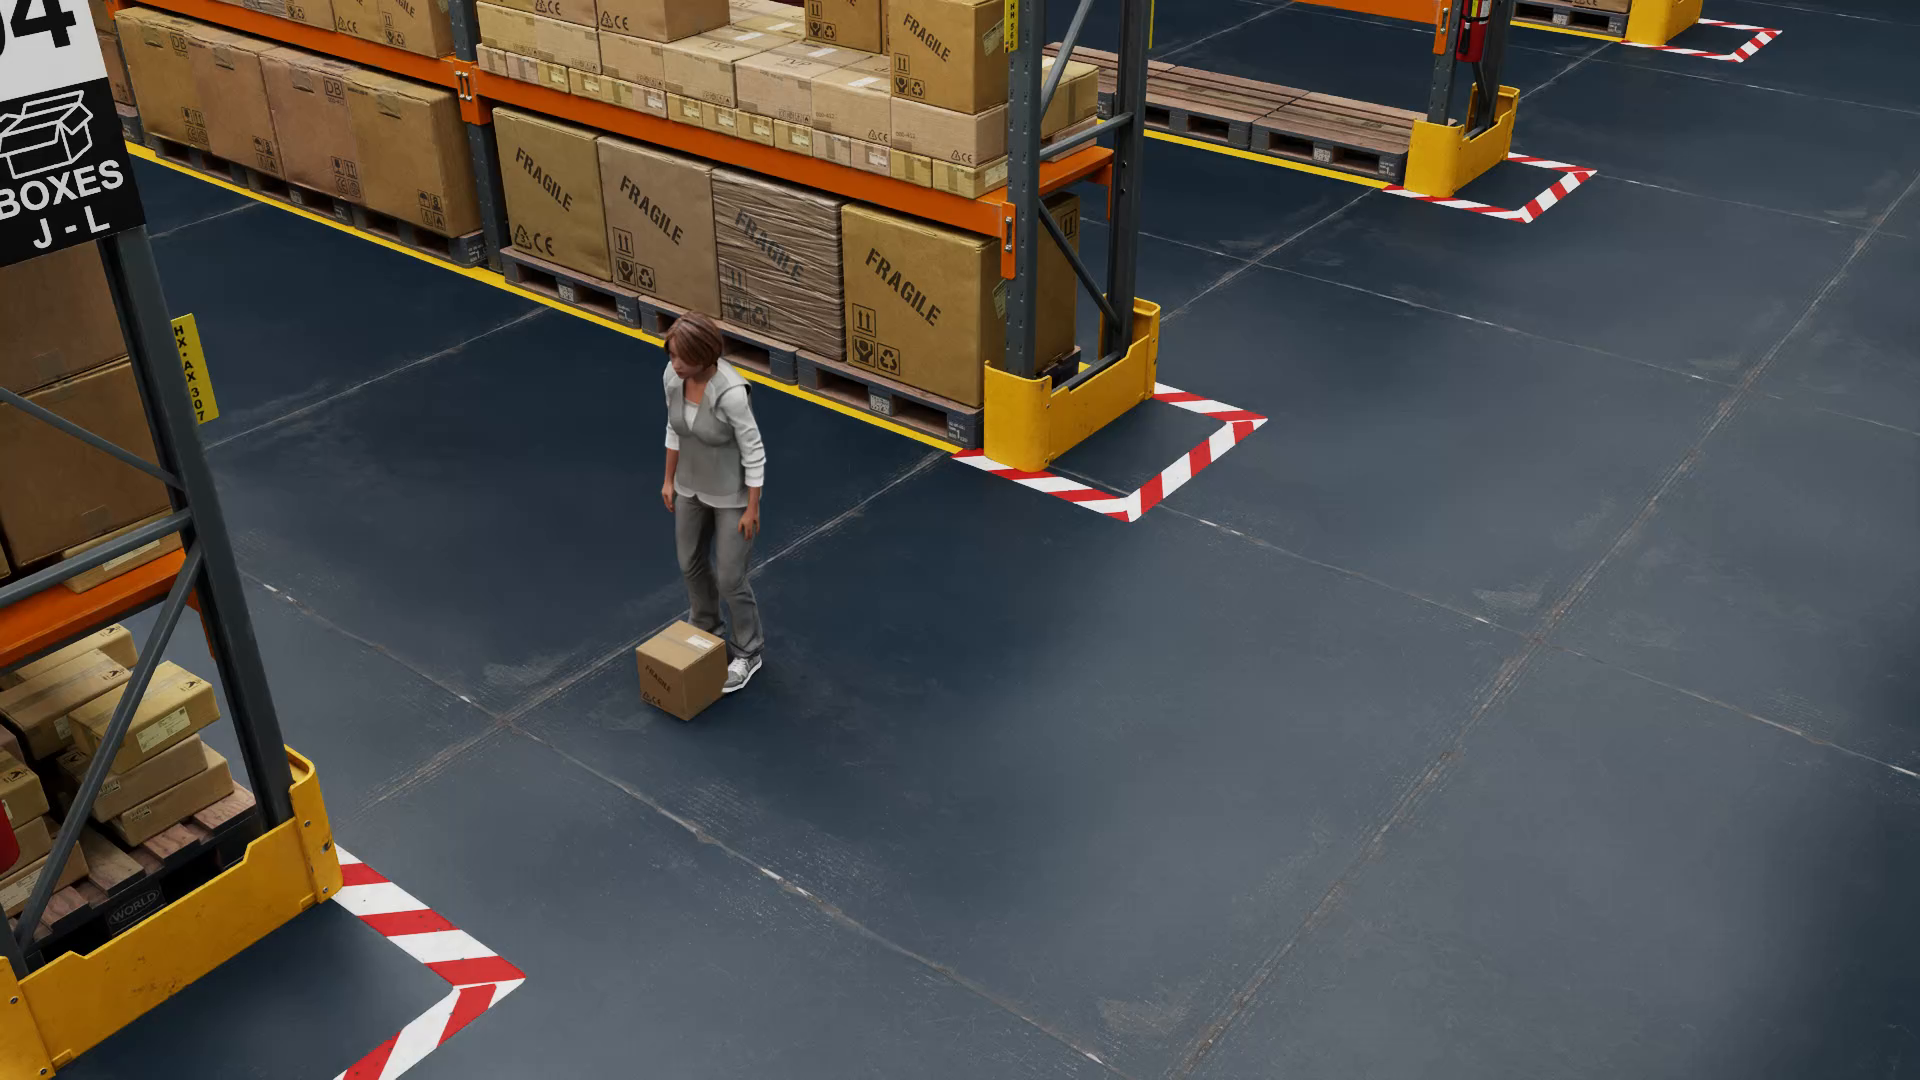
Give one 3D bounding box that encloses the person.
[{"bbox_3d":[-0.952,-0.157,6.414,0.483,1.580,0.348,19,36,28],"label":"person"}]
